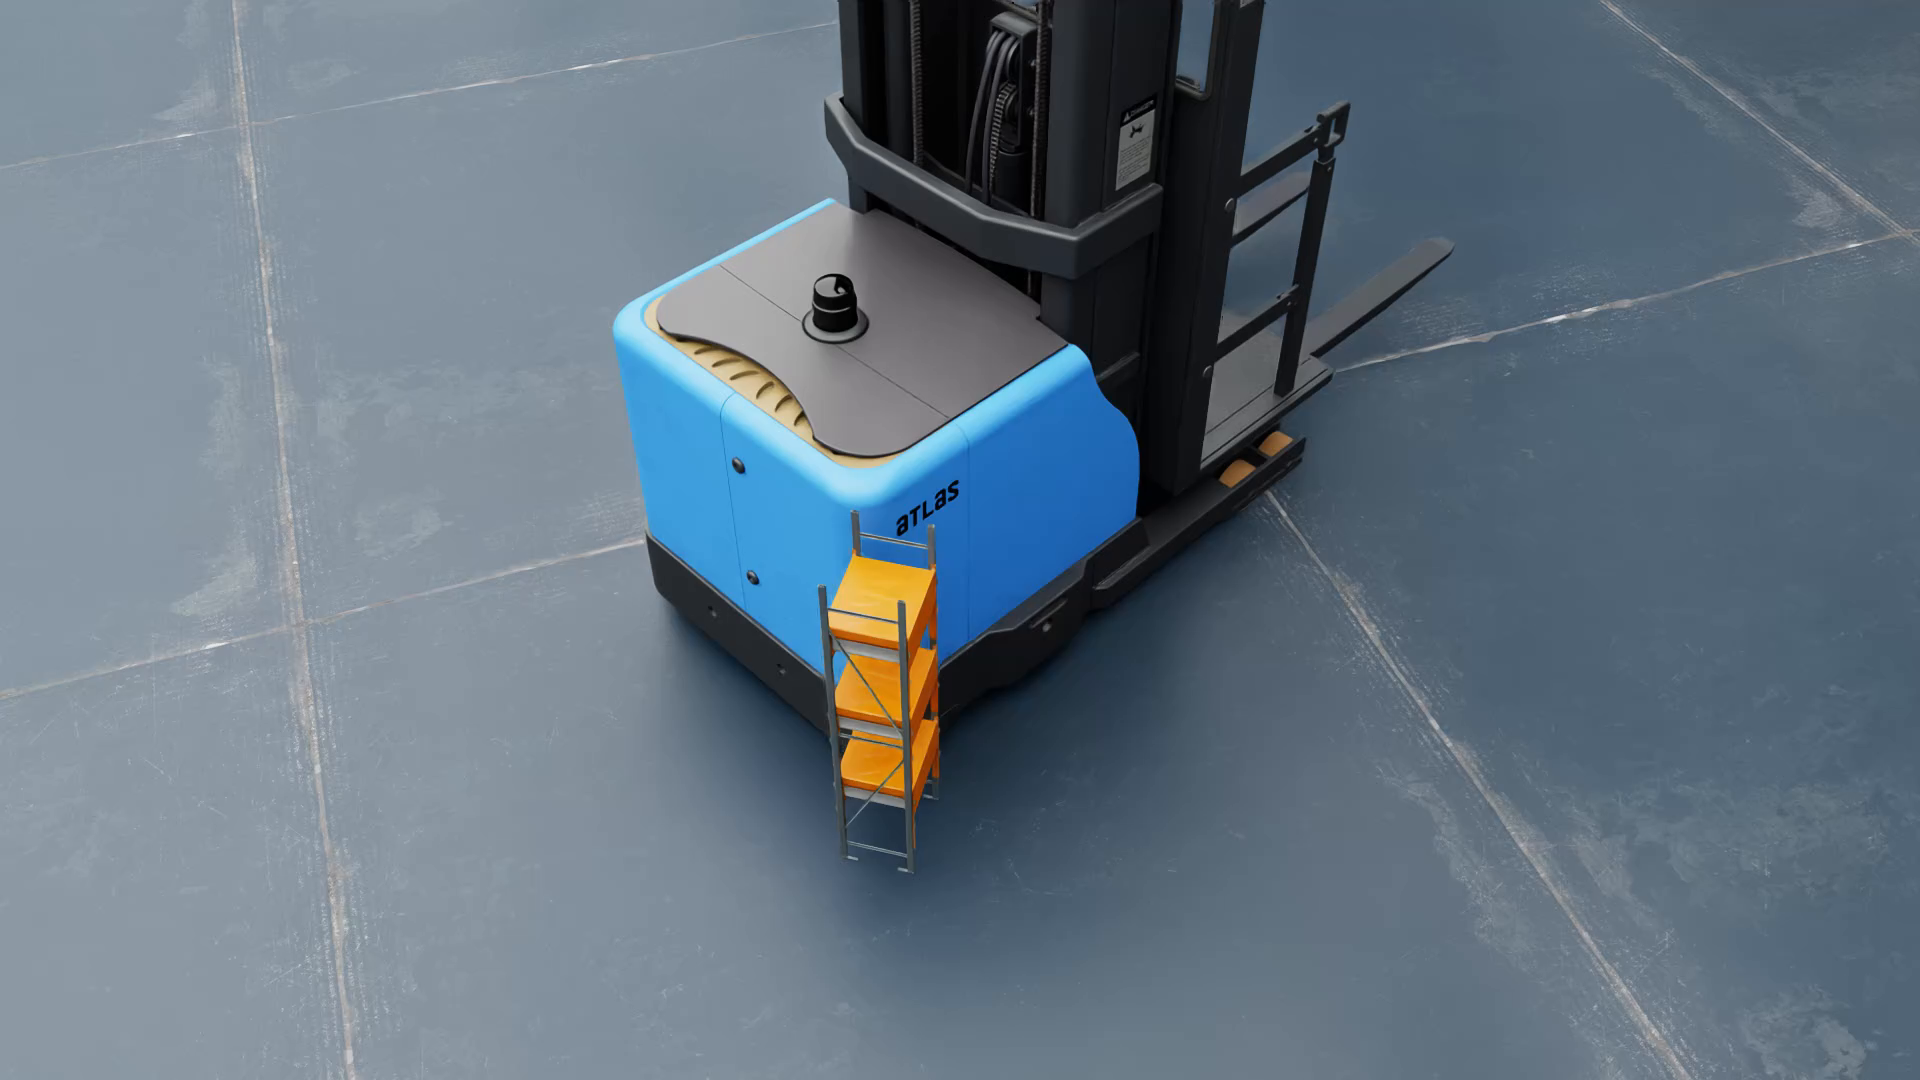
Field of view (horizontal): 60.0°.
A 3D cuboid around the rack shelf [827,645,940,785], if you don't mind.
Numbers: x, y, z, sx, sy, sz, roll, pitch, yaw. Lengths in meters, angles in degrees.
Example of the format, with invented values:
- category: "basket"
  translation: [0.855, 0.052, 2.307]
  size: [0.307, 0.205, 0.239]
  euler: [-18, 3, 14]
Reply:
- category: "rack shelf"
  translation: [-0.185, 0.412, 4.113]
  size: [0.215, 0.259, 0.240]
  euler: [11, 46, 10]

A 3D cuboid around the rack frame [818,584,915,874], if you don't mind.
- category: "rack frame"
  translation: [-0.217, 0.488, 4.022]
  size: [0.200, 1.050, 0.008]
  euler: [11, 46, 10]

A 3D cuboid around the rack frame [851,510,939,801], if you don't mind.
- category: "rack frame"
  translation: [-0.154, 0.321, 4.189]
  size: [0.200, 1.050, 0.008]
  euler: [11, 46, 10]

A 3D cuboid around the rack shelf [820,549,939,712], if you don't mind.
- category: "rack shelf"
  translation: [-0.185, 0.212, 3.912]
  size: [0.215, 0.259, 0.240]
  euler: [11, 46, 10]

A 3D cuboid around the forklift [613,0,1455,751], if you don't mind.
- category: "forklift"
  translation: [0.477, -1.361, 4.537]
  size: [3.031, 2.935, 1.130]
  euler: [-35, 55, -30]

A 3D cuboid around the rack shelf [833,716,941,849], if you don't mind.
- category: "rack shelf"
  translation: [-0.185, 0.608, 4.310]
  size: [0.215, 0.259, 0.240]
  euler: [11, 46, 10]

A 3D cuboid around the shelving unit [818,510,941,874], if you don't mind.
- category: "shelving unit"
  translation: [-0.185, 0.405, 4.106]
  size: [0.215, 1.050, 0.252]
  euler: [11, 46, 10]
